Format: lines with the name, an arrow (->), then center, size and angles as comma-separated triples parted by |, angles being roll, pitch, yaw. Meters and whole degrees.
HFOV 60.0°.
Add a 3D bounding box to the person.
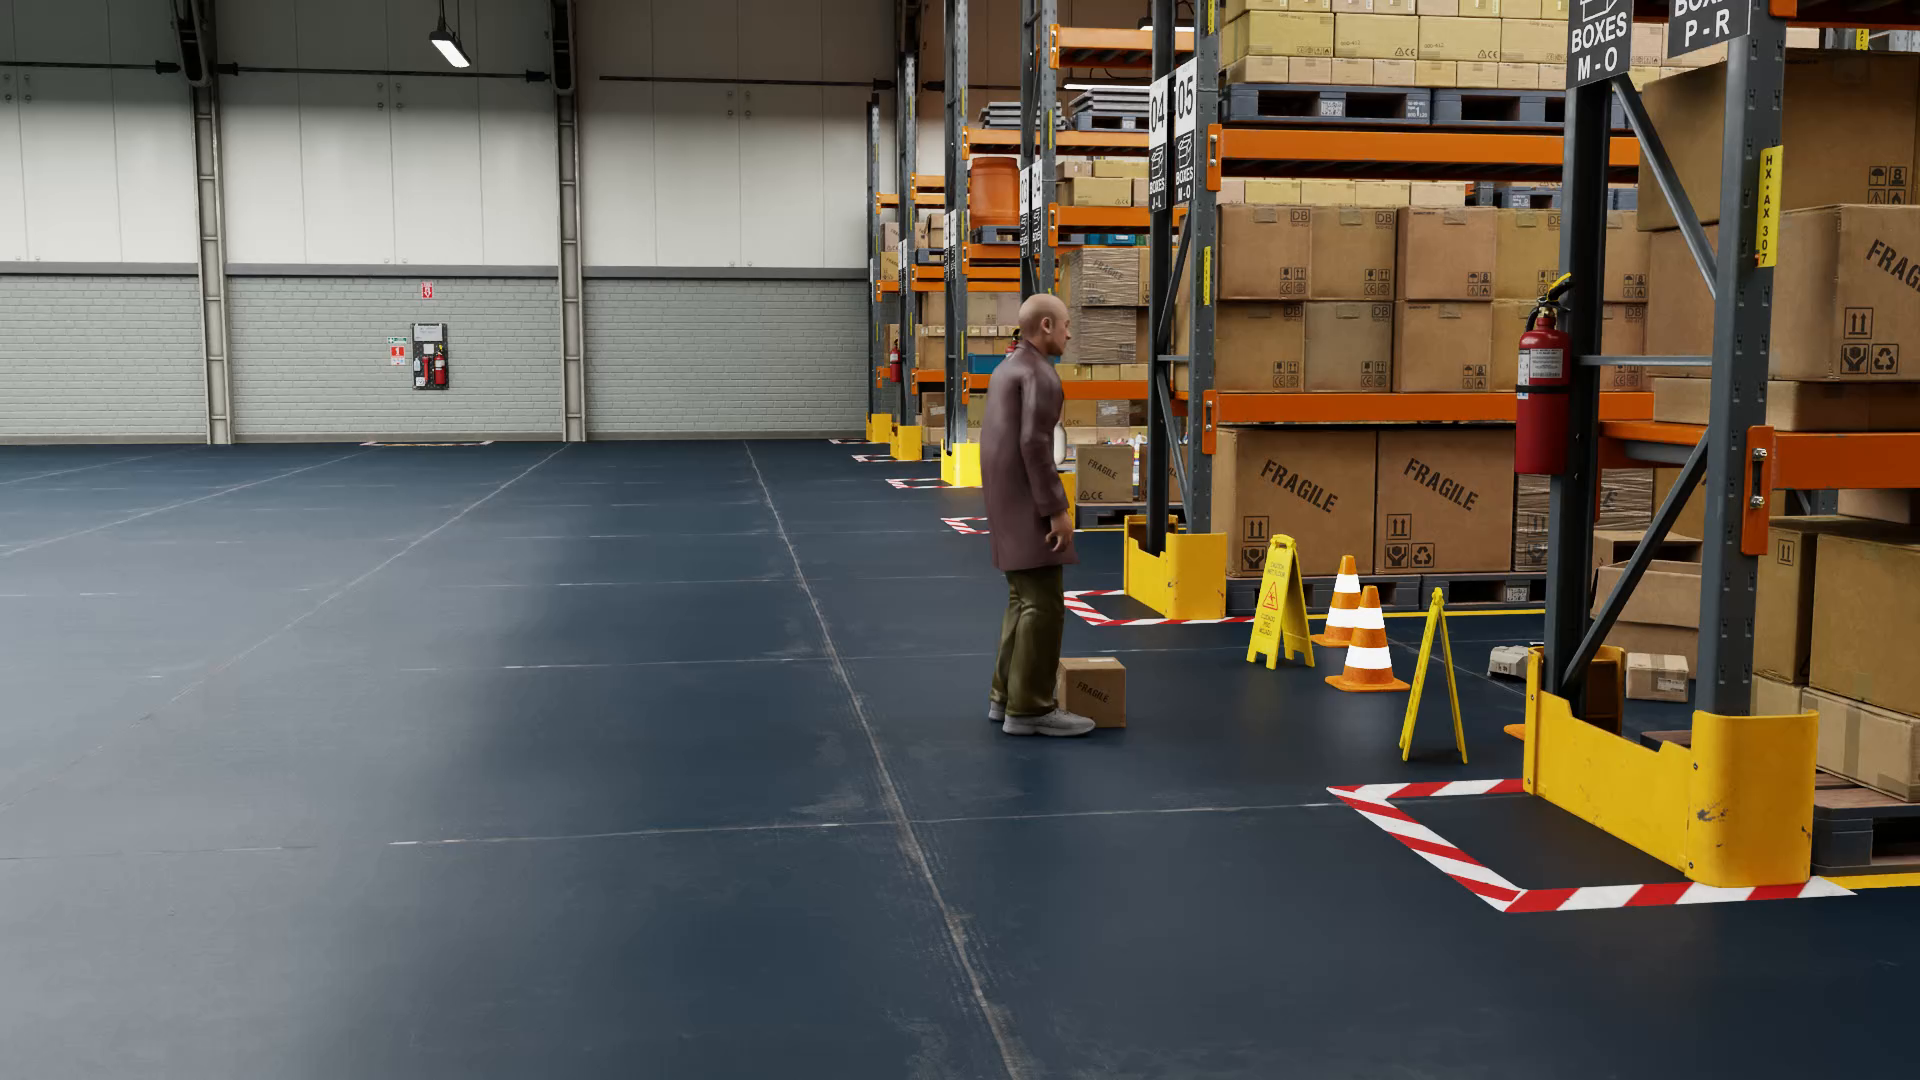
person -> 0.297, -0.118, 6.832 | 0.417, 1.774, 0.656 | -1, 6, -11
